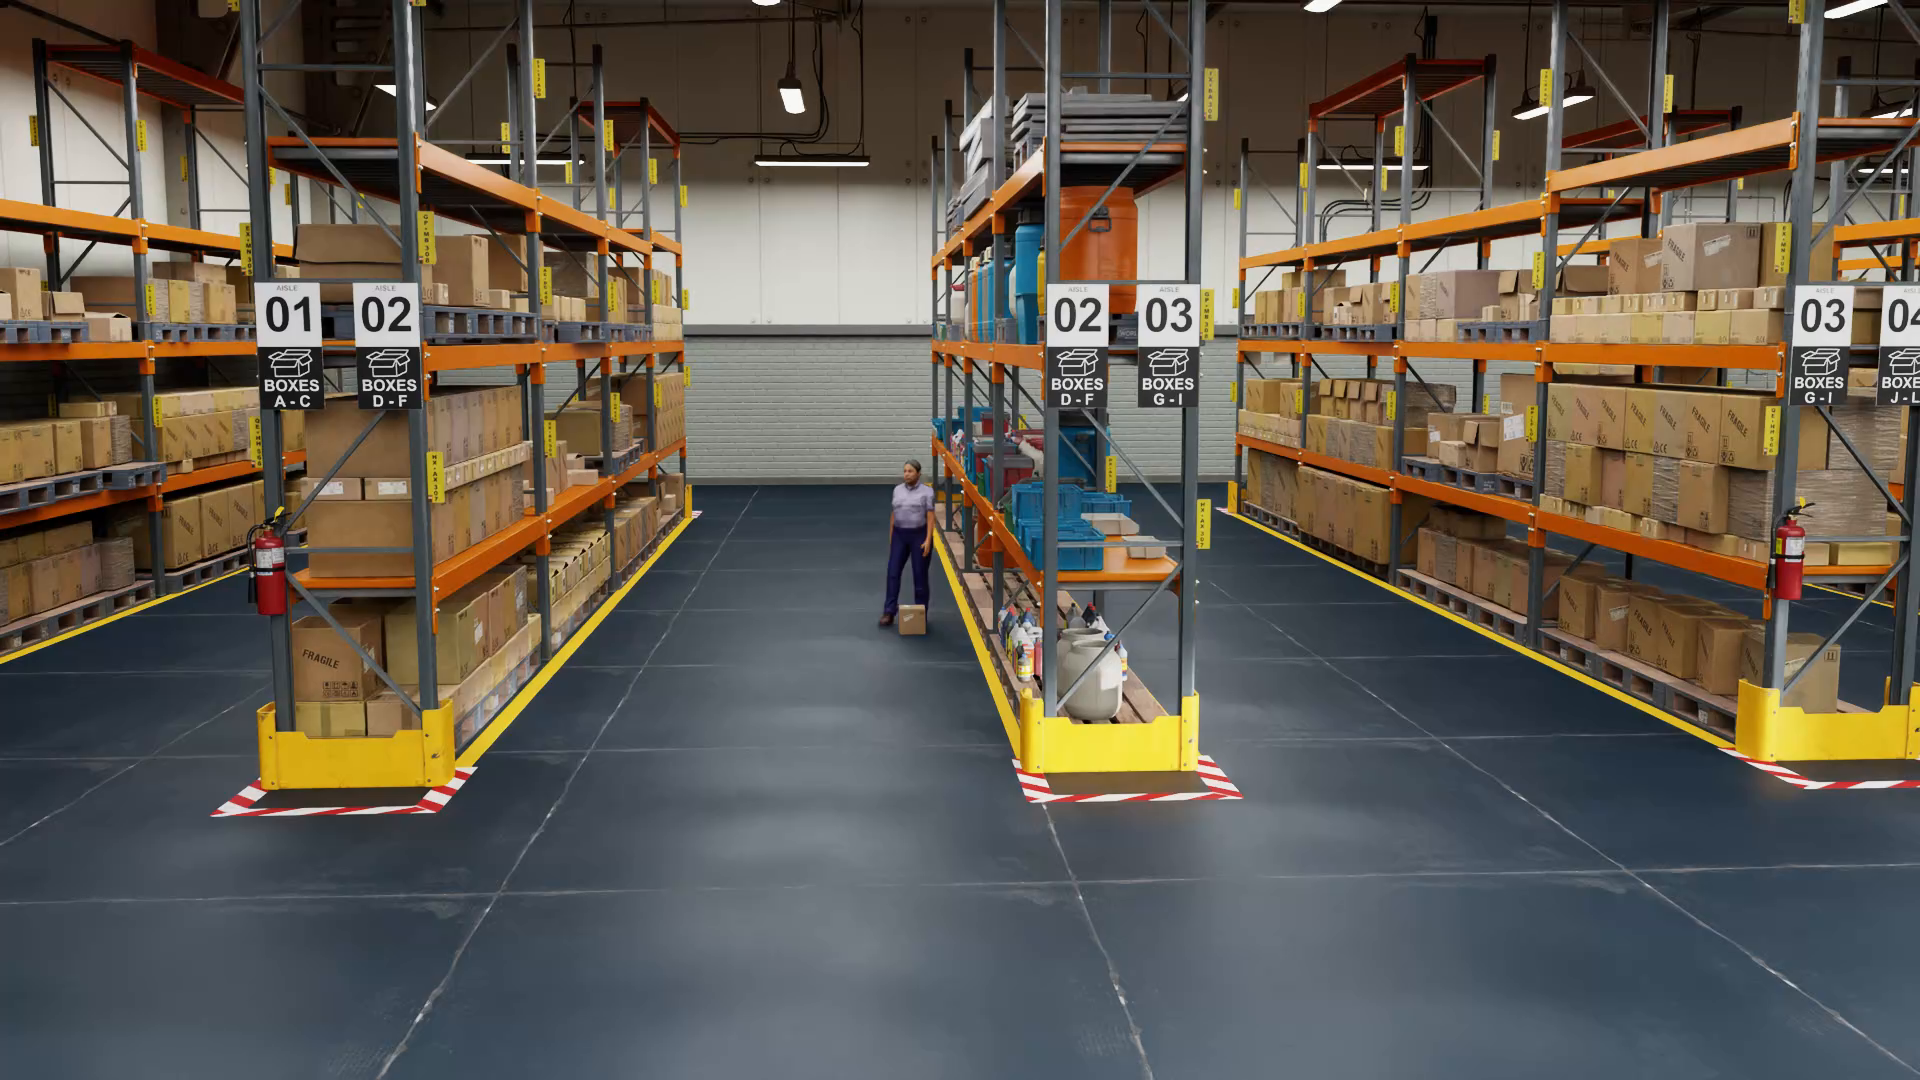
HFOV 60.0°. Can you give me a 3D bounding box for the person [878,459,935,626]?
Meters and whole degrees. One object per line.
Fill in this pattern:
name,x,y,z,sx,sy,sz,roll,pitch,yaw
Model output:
person,-0.521,0.028,16.512,0.489,1.644,0.584,2,7,16
